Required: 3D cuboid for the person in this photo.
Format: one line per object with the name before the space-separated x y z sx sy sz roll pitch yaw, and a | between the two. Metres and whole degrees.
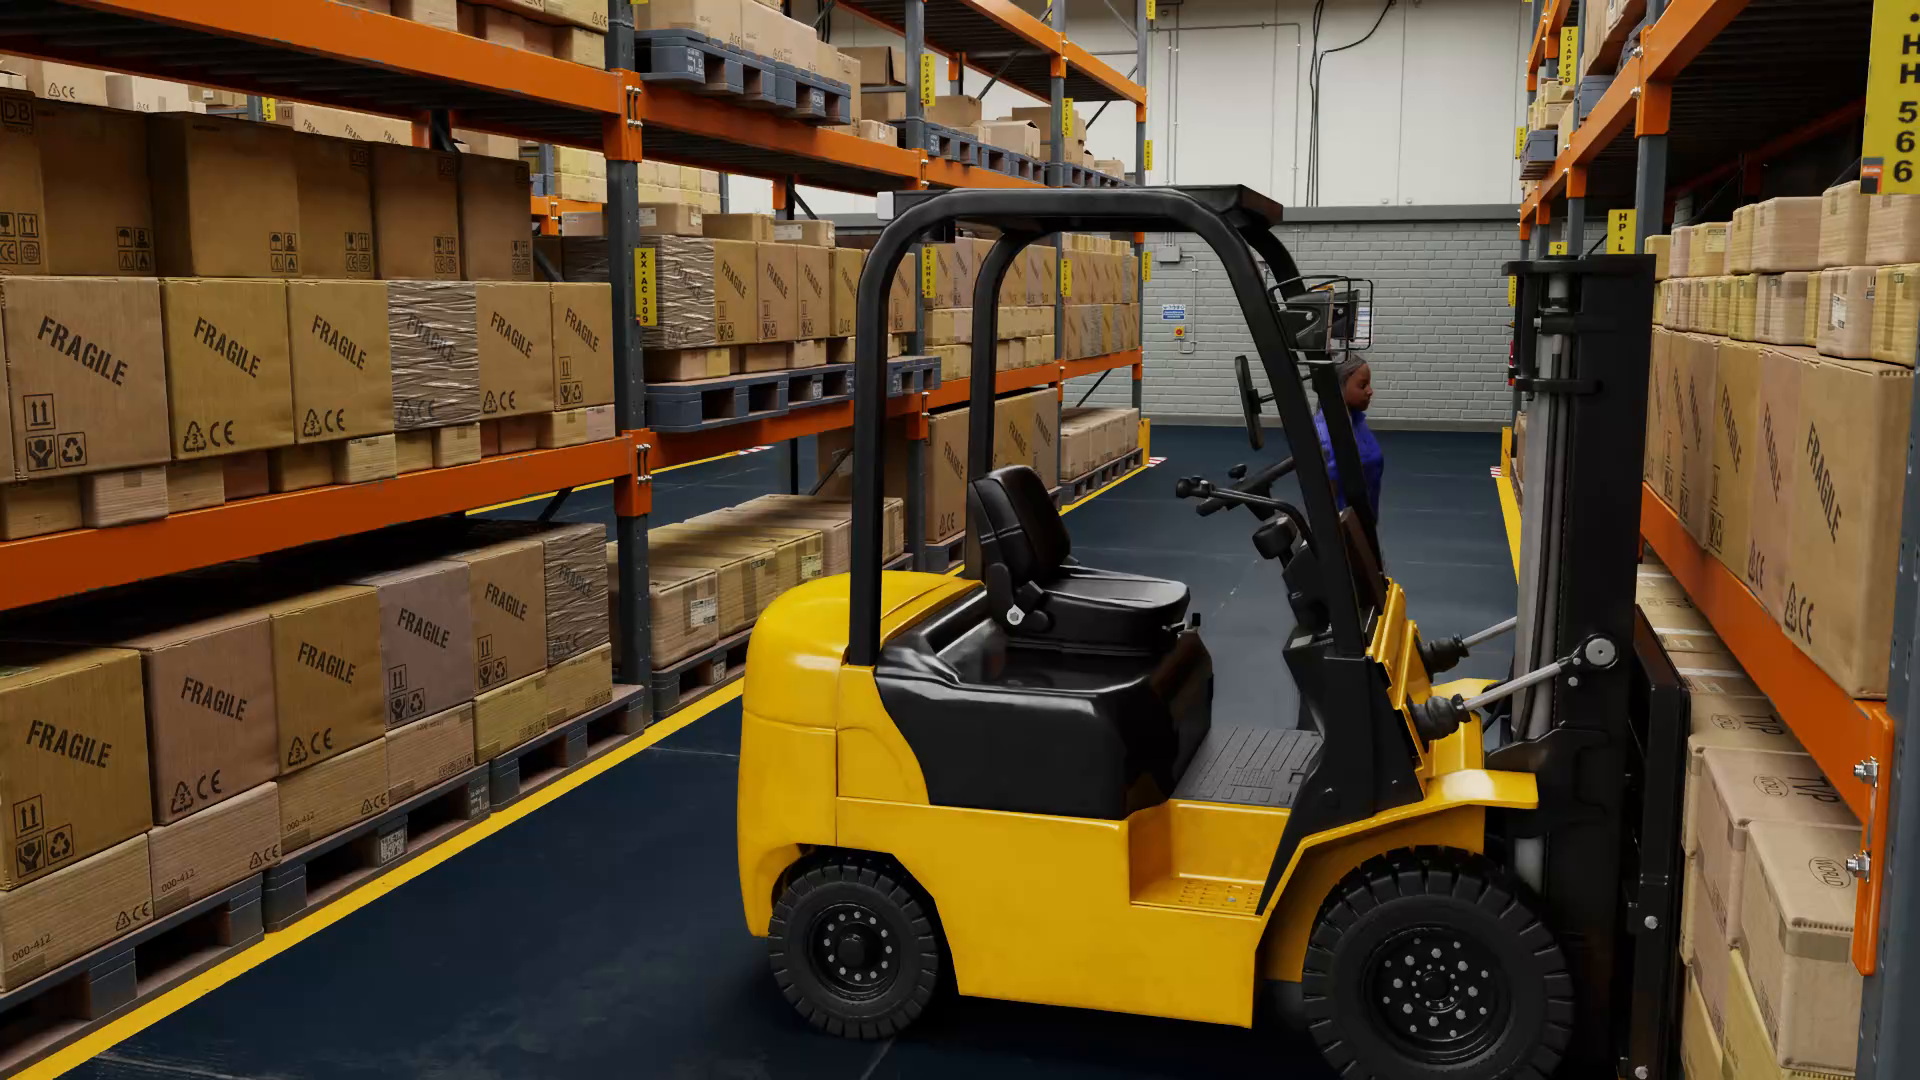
person | 1.646 0.069 6.842 0.462 1.679 0.485 6 10 36
